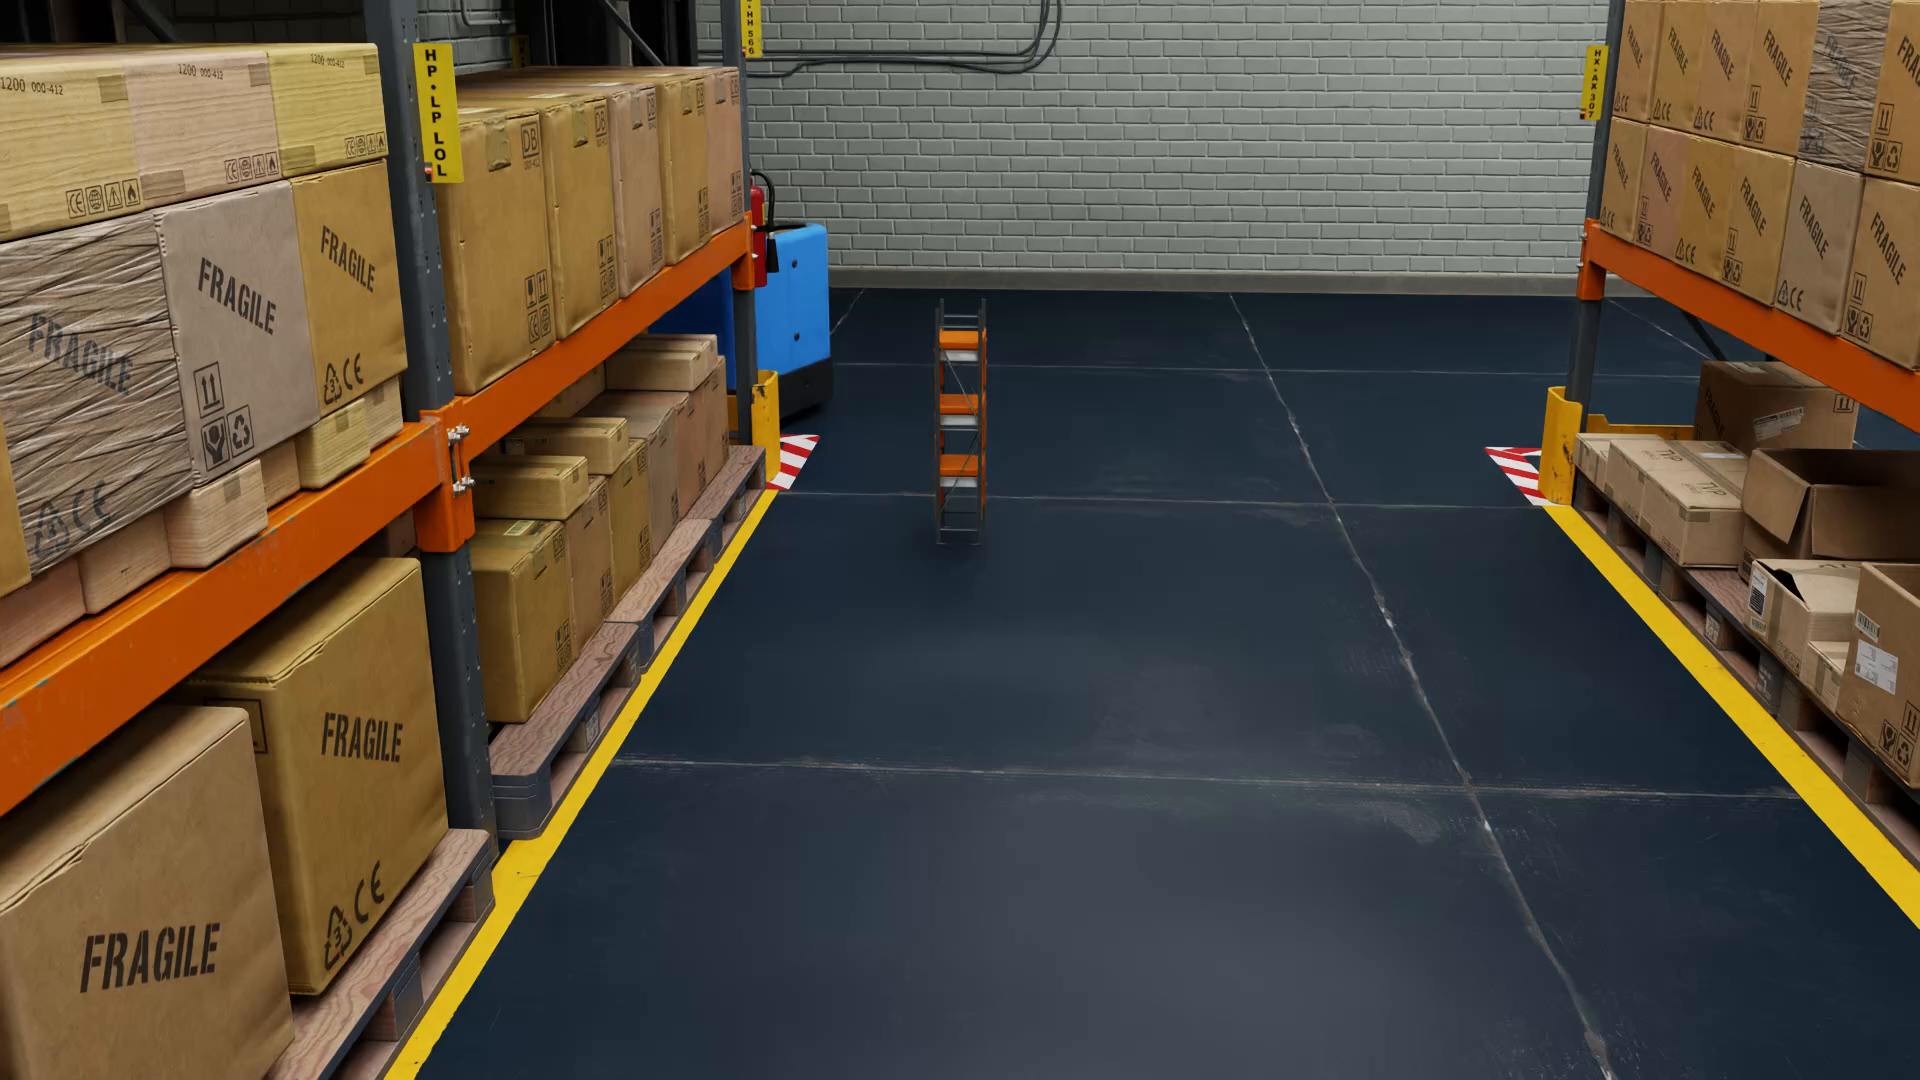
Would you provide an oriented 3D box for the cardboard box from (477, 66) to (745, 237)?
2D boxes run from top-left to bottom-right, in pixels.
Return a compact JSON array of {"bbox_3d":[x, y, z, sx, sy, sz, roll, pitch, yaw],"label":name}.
[{"bbox_3d":[-1.541,-1.749,7.461,0.980,0.700,0.700,2,18,6],"label":"cardboard box"}]

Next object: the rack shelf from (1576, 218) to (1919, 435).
[{"bbox_3d":[3.284,-0.692,5.874,1.077,0.370,4.000,1,18,4],"label":"rack shelf"}]

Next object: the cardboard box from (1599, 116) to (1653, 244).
[{"bbox_3d":[3.132,-1.571,7.240,0.500,0.500,0.500,2,18,5],"label":"cardboard box"}]

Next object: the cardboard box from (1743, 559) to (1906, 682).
[{"bbox_3d":[2.952,0.239,5.487,0.500,0.311,0.500,1,18,4],"label":"cardboard box"}]

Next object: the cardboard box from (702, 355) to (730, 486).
[{"bbox_3d":[-1.464,-0.557,7.645,0.700,0.500,0.500,1,18,4],"label":"cardboard box"}]

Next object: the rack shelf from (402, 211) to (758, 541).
[{"bbox_3d":[-1.657,-0.802,6.208,1.077,0.370,4.000,1,18,4],"label":"rack shelf"}]

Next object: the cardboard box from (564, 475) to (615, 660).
[{"bbox_3d":[-1.606,0.080,5.702,0.700,0.500,0.500,1,18,3],"label":"cardboard box"}]

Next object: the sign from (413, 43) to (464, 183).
[{"bbox_3d":[-1.259,-1.026,4.005,0.100,0.325,0.005,1,18,4],"label":"sign"}]

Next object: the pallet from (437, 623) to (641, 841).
[{"bbox_3d":[-1.668,0.568,5.350,1.003,0.211,1.213,1,18,4],"label":"pallet"}]

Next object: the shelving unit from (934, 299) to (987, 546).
[{"bbox_3d":[0.004,-0.516,7.310,0.215,1.050,0.252,1,18,4],"label":"shelving unit"}]

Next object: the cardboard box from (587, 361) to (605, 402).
[{"bbox_3d":[-1.709,-0.673,6.959,0.380,0.149,0.250,1,18,4],"label":"cardboard box"}]

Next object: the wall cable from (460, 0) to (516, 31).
[{"bbox_3d":[-2.366,-2.666,9.112,0.084,1.984,1.851,1,18,4],"label":"wall cable"}]

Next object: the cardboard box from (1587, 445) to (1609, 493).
[{"bbox_3d":[3.037,-0.318,7.420,0.380,0.166,0.250,1,18,4],"label":"cardboard box"}]

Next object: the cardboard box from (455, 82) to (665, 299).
[{"bbox_3d":[-1.645,-1.286,6.049,0.980,0.700,0.700,0,18,1],"label":"cardboard box"}]

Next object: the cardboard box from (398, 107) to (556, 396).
[{"bbox_3d":[-1.746,-0.833,4.667,0.980,0.700,0.700,2,18,5],"label":"cardboard box"}]

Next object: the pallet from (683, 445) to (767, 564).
[{"bbox_3d":[-1.493,-0.190,7.663,1.003,0.211,1.213,1,18,4],"label":"pallet"}]

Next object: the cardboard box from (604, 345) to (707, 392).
[{"bbox_3d":[-1.309,-0.742,7.168,0.380,0.149,0.250,2,18,5],"label":"cardboard box"}]

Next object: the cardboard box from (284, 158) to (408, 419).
[{"bbox_3d":[-1.582,-0.572,3.681,0.500,0.500,0.500,1,18,3],"label":"cardboard box"}]

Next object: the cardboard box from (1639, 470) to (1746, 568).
[{"bbox_3d":[3.034,-0.085,6.574,0.500,0.250,0.500,1,18,4],"label":"cardboard box"}]

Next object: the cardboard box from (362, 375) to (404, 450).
[{"bbox_3d":[-1.543,-0.301,3.897,0.380,0.149,0.250,1,18,4],"label":"cardboard box"}]

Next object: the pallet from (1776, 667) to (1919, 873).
[{"bbox_3d":[3.191,0.699,4.952,1.003,0.211,1.213,1,18,4],"label":"pallet"}]

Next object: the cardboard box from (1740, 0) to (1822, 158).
[{"bbox_3d":[3.026,-1.571,5.633,0.500,0.500,0.500,1,18,3],"label":"cardboard box"}]

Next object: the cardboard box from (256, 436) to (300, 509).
[{"bbox_3d":[-1.601,-0.143,3.414,0.380,0.149,0.250,2,18,6],"label":"cardboard box"}]

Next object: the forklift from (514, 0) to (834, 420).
[{"bbox_3d":[-2.301,-2.240,9.551,3.031,2.935,1.130,8,20,24],"label":"forklift"}]

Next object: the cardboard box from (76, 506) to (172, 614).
[{"bbox_3d":[-1.645,0.015,2.932,0.380,0.149,0.250,1,18,4],"label":"cardboard box"}]

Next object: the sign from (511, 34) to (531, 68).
[{"bbox_3d":[-2.067,-2.228,7.888,0.100,0.325,0.005,1,18,4],"label":"sign"}]

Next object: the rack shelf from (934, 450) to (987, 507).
[{"bbox_3d":[0.004,-0.241,7.400,0.215,0.259,0.240,1,18,4],"label":"rack shelf"}]

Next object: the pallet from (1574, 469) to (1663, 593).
[{"bbox_3d":[3.366,-0.059,7.264,1.003,0.211,1.213,1,18,4],"label":"pallet"}]

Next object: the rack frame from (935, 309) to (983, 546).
[{"bbox_3d":[-0.005,-0.478,7.195,0.200,1.050,0.008,1,18,4],"label":"rack frame"}]

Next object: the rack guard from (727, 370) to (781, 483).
[{"bbox_3d":[-1.512,-0.584,8.404,1.175,0.500,0.348,1,18,4],"label":"rack guard"}]

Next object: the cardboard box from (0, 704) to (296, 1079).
[{"bbox_3d":[-1.778,0.780,3.002,0.750,0.750,0.750,2,18,6],"label":"cardboard box"}]

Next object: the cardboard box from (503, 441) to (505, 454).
[{"bbox_3d":[-1.780,-0.356,5.990,0.380,0.149,0.250,1,18,4],"label":"cardboard box"}]

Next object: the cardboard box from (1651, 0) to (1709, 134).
[{"bbox_3d":[3.103,-1.884,6.588,0.500,0.500,0.500,1,18,4],"label":"cardboard box"}]

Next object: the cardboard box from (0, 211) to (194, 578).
[{"bbox_3d":[-1.654,-0.257,2.721,0.500,0.500,0.500,1,18,4],"label":"cardboard box"}]

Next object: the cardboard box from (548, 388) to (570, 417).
[{"bbox_3d":[-1.744,-0.515,6.475,0.380,0.149,0.250,1,18,4],"label":"cardboard box"}]

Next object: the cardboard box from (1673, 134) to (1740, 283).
[{"bbox_3d":[3.062,-1.255,6.275,0.500,0.500,0.500,1,18,4],"label":"cardboard box"}]

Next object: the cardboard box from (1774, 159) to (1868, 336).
[{"bbox_3d":[2.991,-0.941,5.318,0.500,0.500,0.500,2,18,5],"label":"cardboard box"}]

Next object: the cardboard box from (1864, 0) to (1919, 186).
[{"bbox_3d":[2.953,-1.258,4.678,0.500,0.500,0.500,1,18,3],"label":"cardboard box"}]

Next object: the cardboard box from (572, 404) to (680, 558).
[{"bbox_3d":[-1.536,-0.245,6.694,0.700,0.500,0.500,1,18,2],"label":"cardboard box"}]

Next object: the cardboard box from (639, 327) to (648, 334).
[{"bbox_3d":[-1.655,-0.908,7.677,0.380,0.149,0.250,1,18,4],"label":"cardboard box"}]

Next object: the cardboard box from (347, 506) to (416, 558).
[{"bbox_3d":[-1.853,-0.032,5.001,0.380,0.149,0.250,1,18,4],"label":"cardboard box"}]

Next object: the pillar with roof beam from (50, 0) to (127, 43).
[{"bbox_3d":[1.681,-3.514,3.696,9.100,9.000,0.400,1,18,4],"label":"pillar with roof beam"}]

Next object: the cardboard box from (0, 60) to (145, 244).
[{"bbox_3d":[-1.662,-0.610,2.591,0.500,0.250,0.500,2,18,5],"label":"cardboard box"}]

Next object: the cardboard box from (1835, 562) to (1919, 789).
[{"bbox_3d":[2.898,0.382,4.747,0.500,0.500,0.500,1,18,4],"label":"cardboard box"}]

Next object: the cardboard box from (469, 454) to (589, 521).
[{"bbox_3d":[-1.438,-0.175,5.437,0.380,0.149,0.250,2,18,6],"label":"cardboard box"}]

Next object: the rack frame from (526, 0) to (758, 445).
[{"bbox_3d":[-1.514,-1.765,7.992,1.000,3.000,0.127,1,18,4],"label":"rack frame"}]
